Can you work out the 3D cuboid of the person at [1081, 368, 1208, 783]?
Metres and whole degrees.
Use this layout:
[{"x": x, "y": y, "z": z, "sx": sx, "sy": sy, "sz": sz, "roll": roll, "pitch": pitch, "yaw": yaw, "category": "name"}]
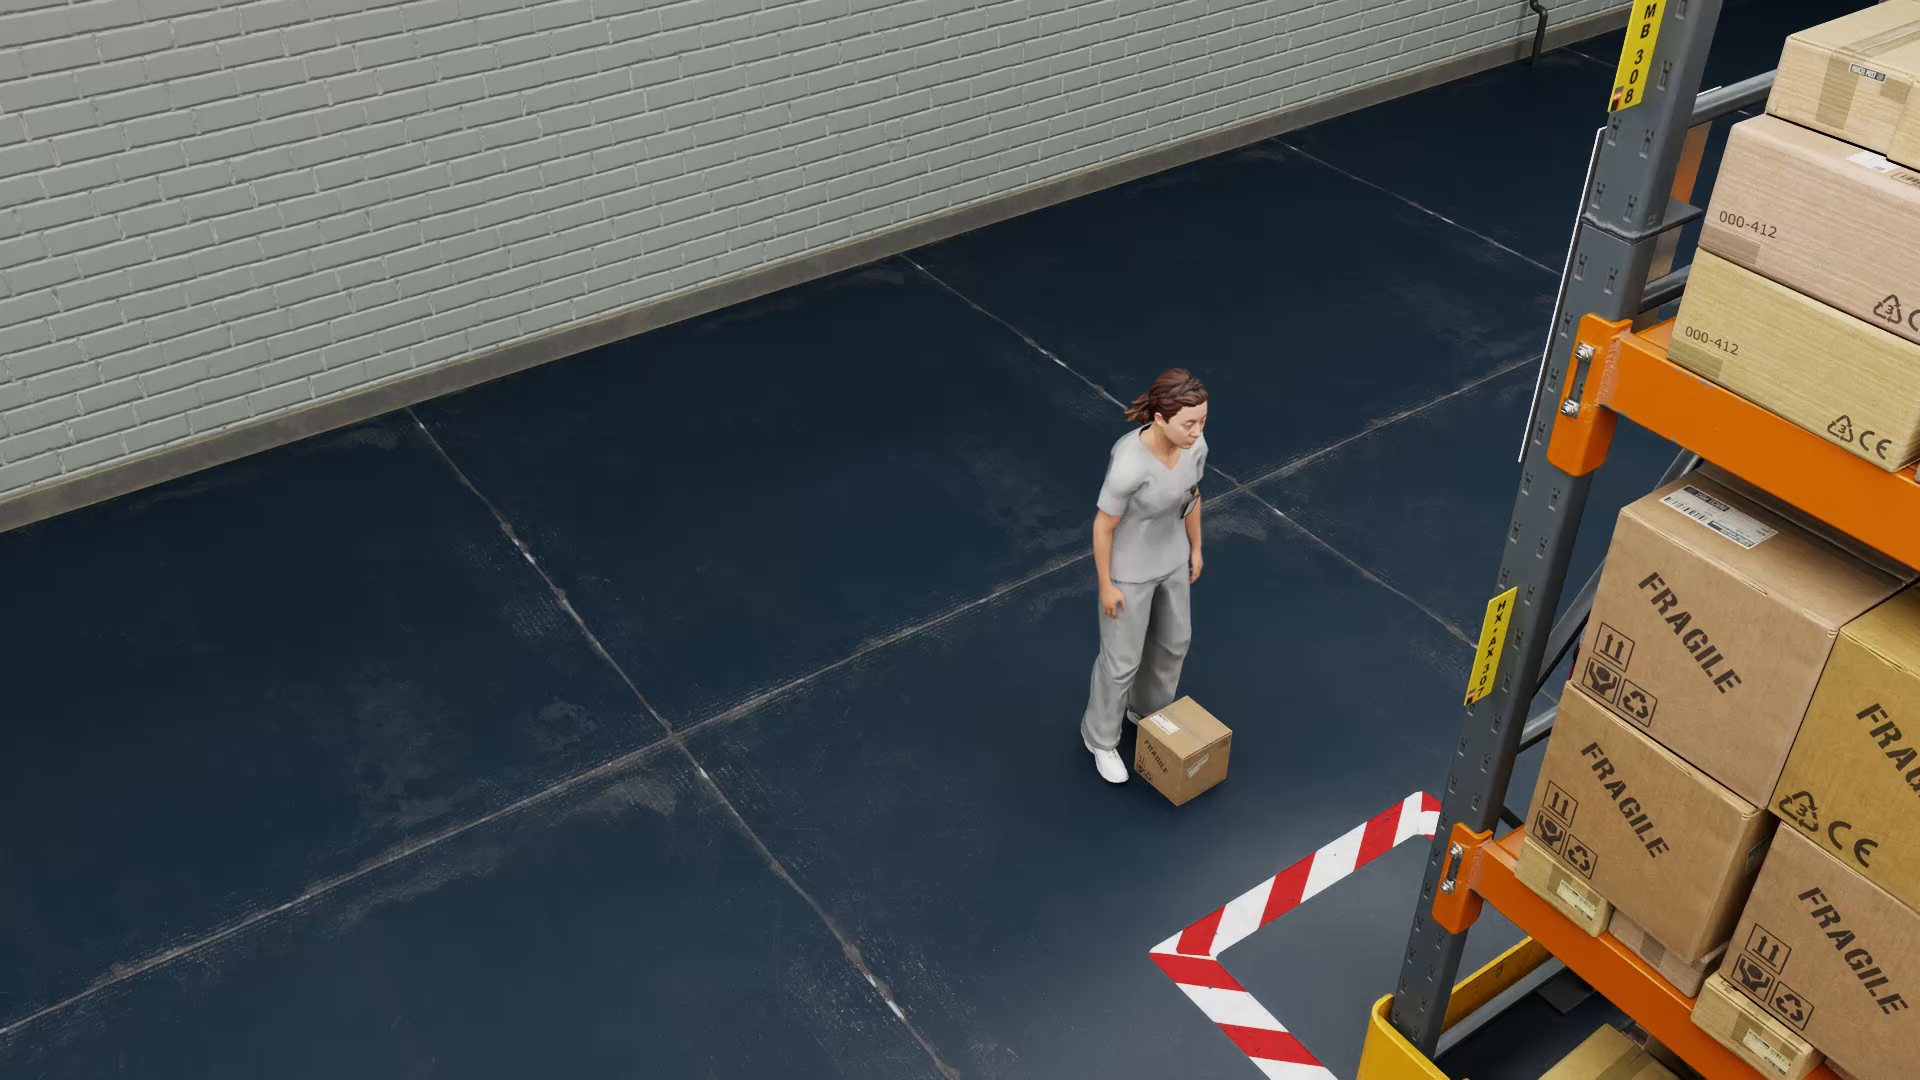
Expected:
[{"x": 0.682, "y": 0.105, "z": 6.007, "sx": 0.486, "sy": 1.672, "sz": 0.357, "roll": -24, "pitch": 43, "yaw": -28, "category": "person"}]
